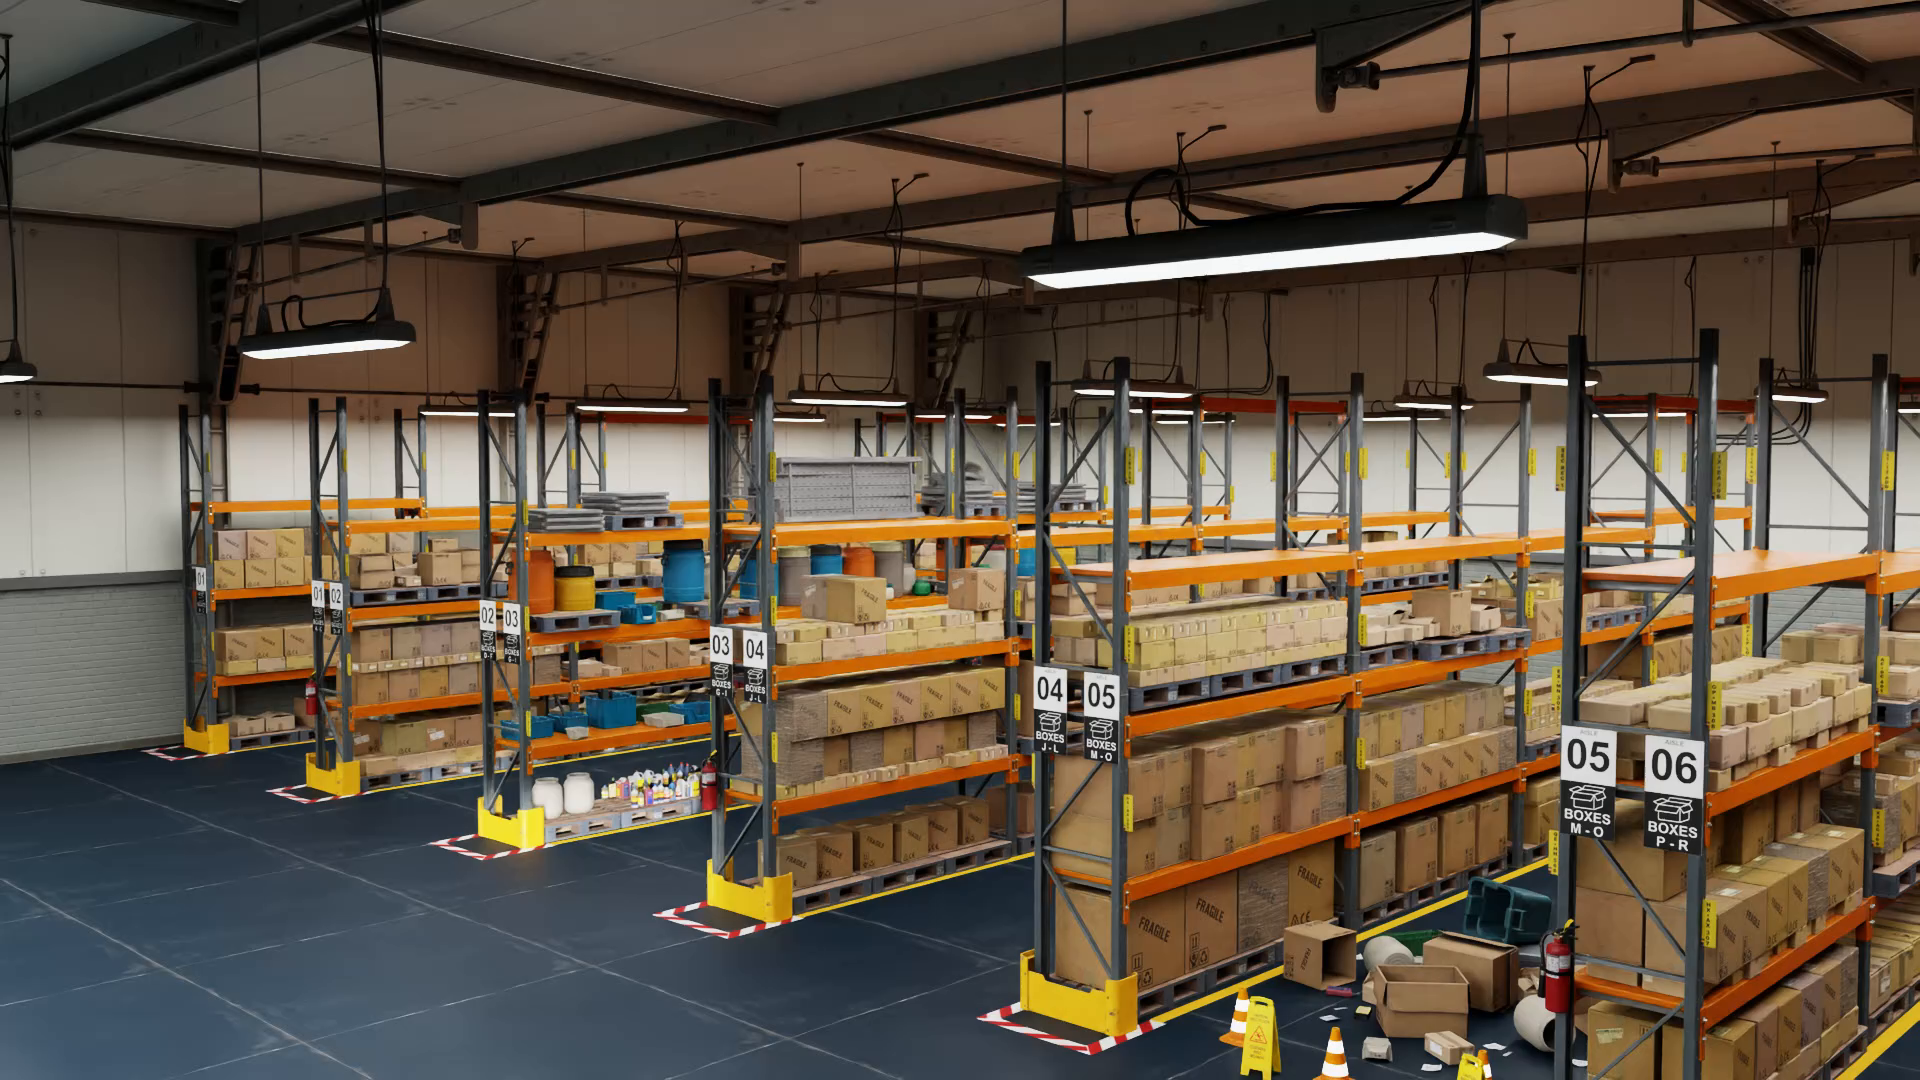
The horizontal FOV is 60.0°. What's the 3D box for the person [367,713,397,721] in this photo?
[{"bbox_3d":[-9.766,2.862,27.995,0.697,1.717,0.765,0,3,1],"label":"person"}]
